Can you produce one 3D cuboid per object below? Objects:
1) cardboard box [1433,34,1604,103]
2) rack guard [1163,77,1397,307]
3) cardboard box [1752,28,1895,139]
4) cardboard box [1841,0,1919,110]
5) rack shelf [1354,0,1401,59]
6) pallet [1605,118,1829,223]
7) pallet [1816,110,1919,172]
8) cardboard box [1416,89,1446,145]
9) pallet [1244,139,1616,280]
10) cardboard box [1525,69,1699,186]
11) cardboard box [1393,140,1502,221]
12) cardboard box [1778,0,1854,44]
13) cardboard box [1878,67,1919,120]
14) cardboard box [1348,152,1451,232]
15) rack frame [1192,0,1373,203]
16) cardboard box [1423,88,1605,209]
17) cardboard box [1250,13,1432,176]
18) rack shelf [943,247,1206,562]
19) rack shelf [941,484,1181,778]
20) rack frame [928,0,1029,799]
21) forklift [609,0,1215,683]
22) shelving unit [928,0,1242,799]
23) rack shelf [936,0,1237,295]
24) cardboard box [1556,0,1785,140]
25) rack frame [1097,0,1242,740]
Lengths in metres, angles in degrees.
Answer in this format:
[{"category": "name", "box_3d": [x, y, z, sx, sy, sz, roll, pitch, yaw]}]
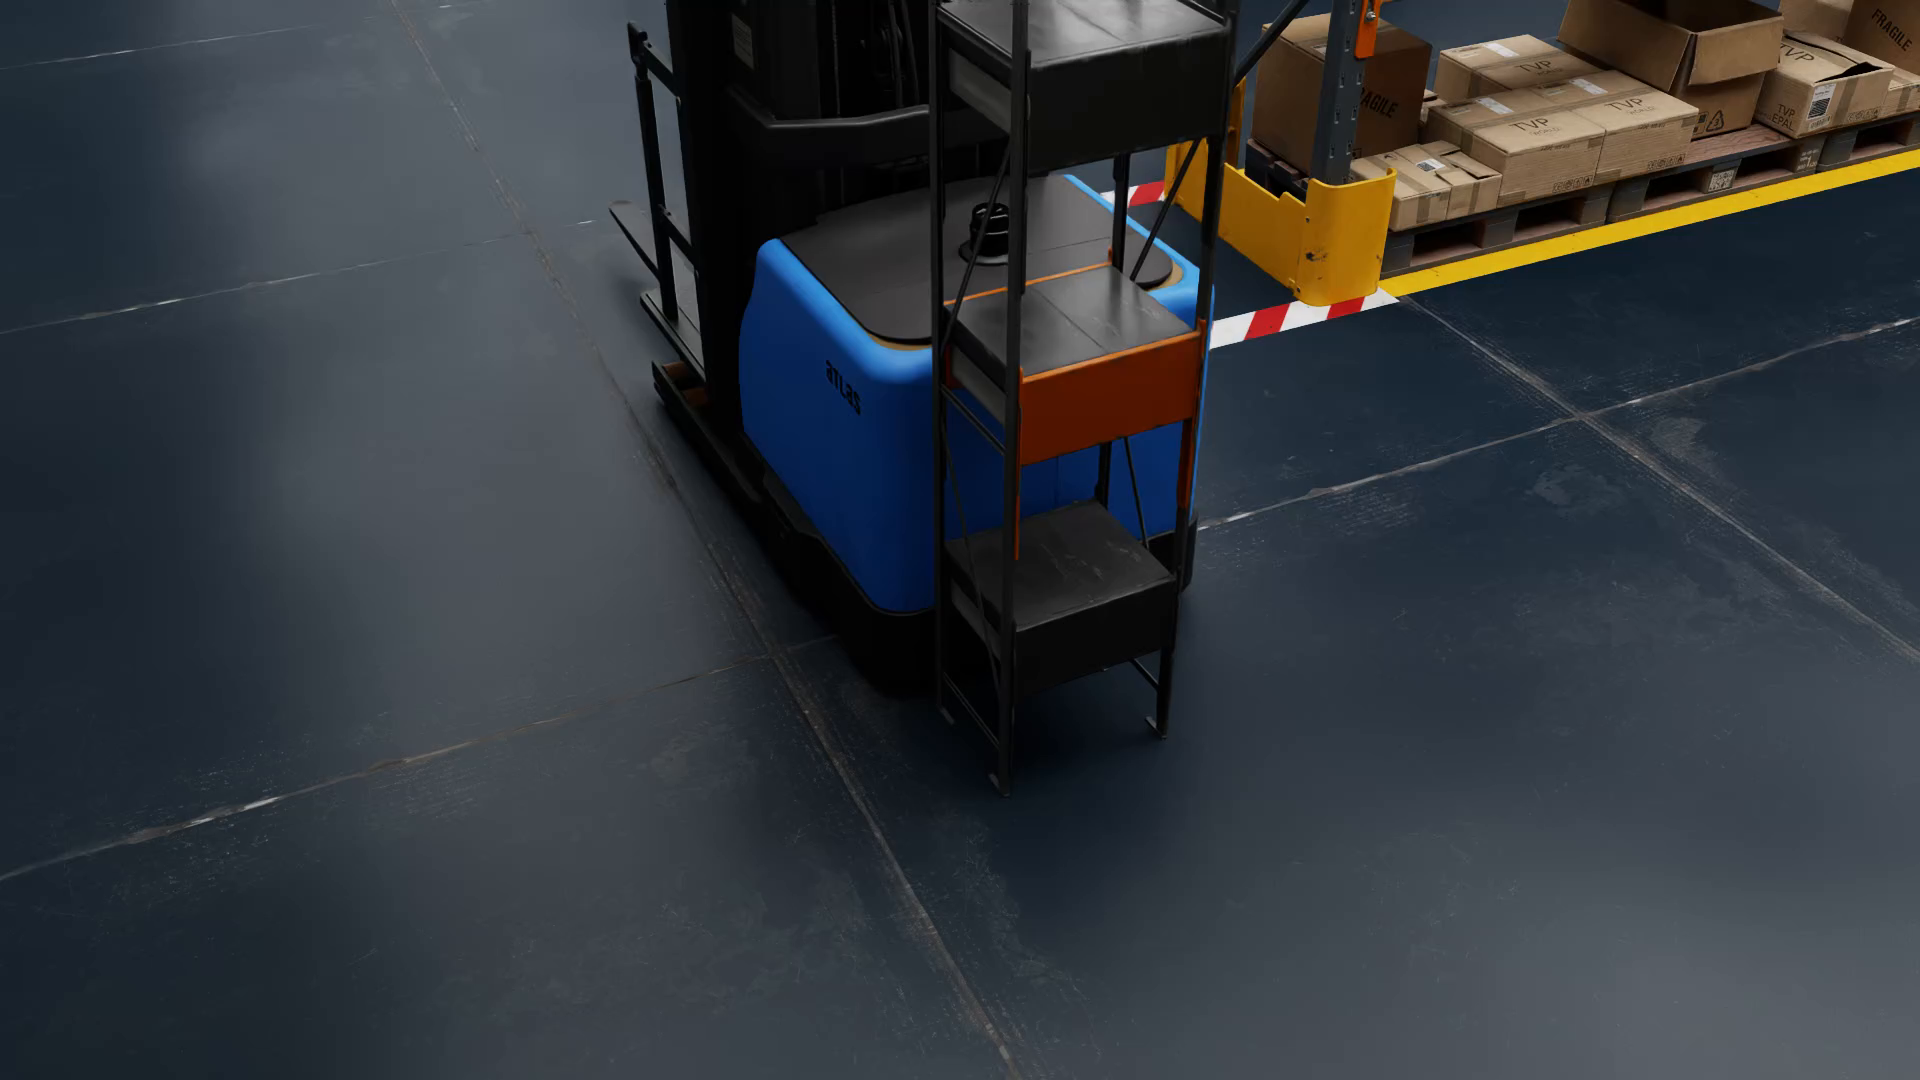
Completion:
[{"category": "cardboard box", "box_3d": [2.465, -2.006, 7.375, 0.500, 0.250, 0.500, -16, 39, -20]}, {"category": "rack guard", "box_3d": [1.273, -1.454, 6.791, 0.348, 0.500, 1.175, -16, 39, -20]}, {"category": "cardboard box", "box_3d": [3.751, -2.061, 7.399, 0.500, 0.311, 0.500, -16, 39, -20]}, {"category": "cardboard box", "box_3d": [4.430, -2.327, 7.598, 0.500, 0.500, 0.500, -16, 39, -20]}, {"category": "rack shelf", "box_3d": [3.015, -2.656, 6.917, 4.000, 0.370, 1.077, -16, 39, -20]}, {"category": "pallet", "box_3d": [3.097, -1.847, 7.563, 1.213, 0.211, 1.003, -16, 39, -20]}, {"category": "pallet", "box_3d": [4.203, -2.158, 7.983, 1.213, 0.211, 1.003, -16, 39, -20]}, {"category": "cardboard box", "box_3d": [1.997, -1.802, 7.171, 0.250, 0.166, 0.380, -16, 39, -20]}, {"category": "pallet", "box_3d": [1.994, -1.540, 7.150, 1.213, 0.211, 1.003, -16, 39, -20]}, {"category": "cardboard box", "box_3d": [2.722, -1.749, 7.029, 0.500, 0.250, 0.500, -16, 39, -20]}, {"category": "cardboard box", "box_3d": [1.956, -1.462, 6.712, 0.250, 0.166, 0.380, -16, 39, -20]}, {"category": "cardboard box", "box_3d": [4.353, -2.559, 8.069, 0.500, 0.311, 0.500, -16, 39, -20]}, {"category": "cardboard box", "box_3d": [4.116, -2.059, 7.531, 0.250, 0.149, 0.380, -16, 39, -20]}, {"category": "cardboard box", "box_3d": [1.729, -1.391, 6.632, 0.250, 0.149, 0.380, -16, 39, -20]}, {"category": "rack frame", "box_3d": [1.204, -2.439, 6.020, 0.127, 3.000, 1.000, -16, 39, -20]}, {"category": "cardboard box", "box_3d": [2.270, -1.622, 6.858, 0.500, 0.250, 0.500, -16, 39, -20]}, {"category": "cardboard box", "box_3d": [1.592, -1.882, 6.999, 0.500, 0.500, 0.500, -16, 39, -20]}, {"category": "rack shelf", "box_3d": [0.248, -0.330, 3.955, 0.480, 0.518, 0.431, -17, 40, -21]}, {"category": "rack shelf", "box_3d": [0.248, 0.232, 4.372, 0.480, 0.518, 0.431, -17, 40, -21]}, {"category": "rack frame", "box_3d": [0.031, -0.275, 3.858, 0.015, 2.100, 0.400, -17, 40, -21]}, {"category": "forklift", "box_3d": [-0.426, -1.648, 5.011, 1.130, 2.935, 3.031, -17, 40, -21]}, {"category": "shelving unit", "box_3d": [0.248, -0.341, 3.947, 0.503, 2.100, 0.431, -17, 40, -21]}, {"category": "rack shelf", "box_3d": [0.248, -0.892, 3.538, 0.480, 0.518, 0.431, -17, 40, -21]}, {"category": "cardboard box", "box_3d": [3.127, -2.147, 7.353, 0.637, 0.503, 0.797, -16, 39, -20]}, {"category": "rack frame", "box_3d": [0.465, -0.407, 4.036, 0.015, 2.100, 0.400, -17, 40, -21]}]
